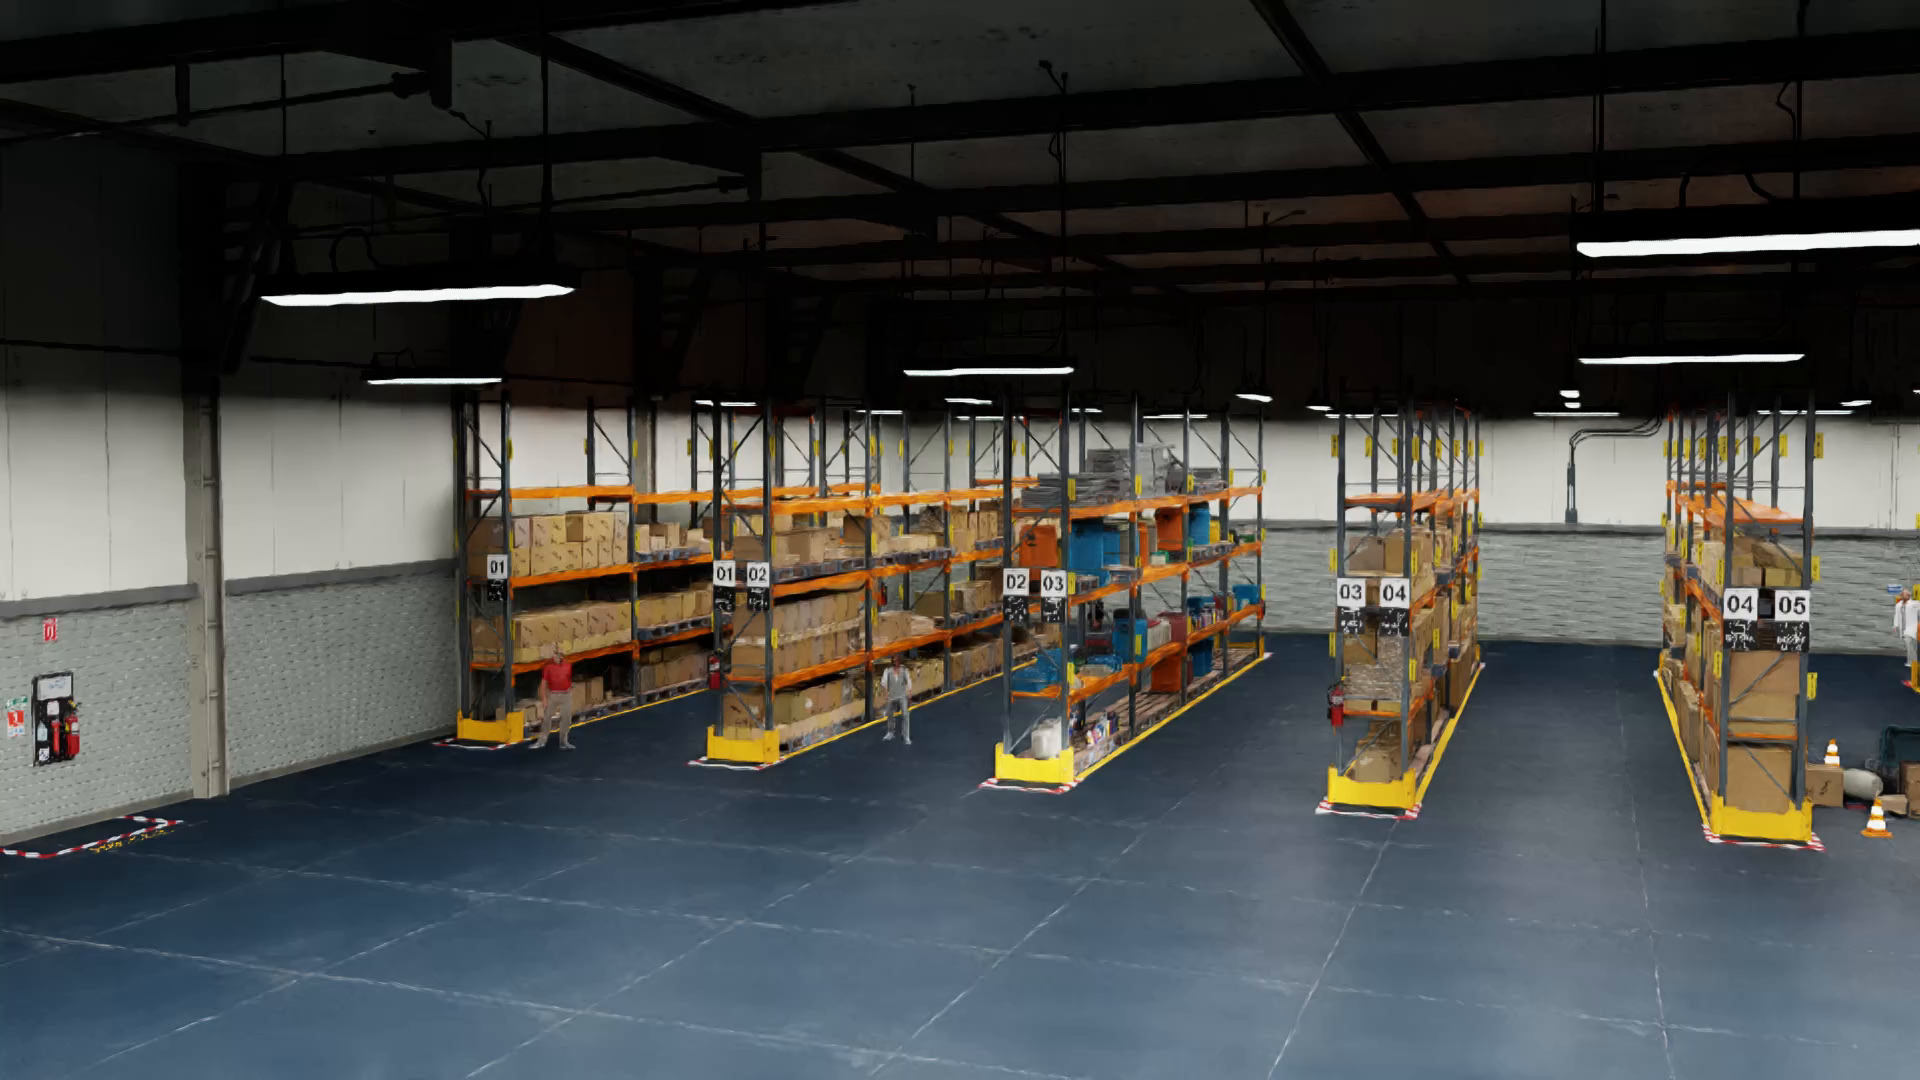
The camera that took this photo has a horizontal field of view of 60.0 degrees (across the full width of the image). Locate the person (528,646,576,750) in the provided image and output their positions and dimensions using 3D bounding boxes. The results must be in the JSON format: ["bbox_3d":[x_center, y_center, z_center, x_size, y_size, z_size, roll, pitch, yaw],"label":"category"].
[{"bbox_3d":[-6.791,2.625,27.619,0.722,1.724,0.504,-2,4,-27],"label":"person"}]

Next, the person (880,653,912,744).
[{"bbox_3d":[-1.069,2.667,28.269,0.554,1.526,0.785,0,3,2],"label":"person"}]

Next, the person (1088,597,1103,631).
[{"bbox_3d":[3.272,1.918,40.043,0.382,1.728,0.659,1,3,21],"label":"person"}]

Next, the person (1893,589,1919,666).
[{"bbox_3d":[21.725,2.016,38.046,0.548,1.780,0.686,-1,3,-18],"label":"person"}]
